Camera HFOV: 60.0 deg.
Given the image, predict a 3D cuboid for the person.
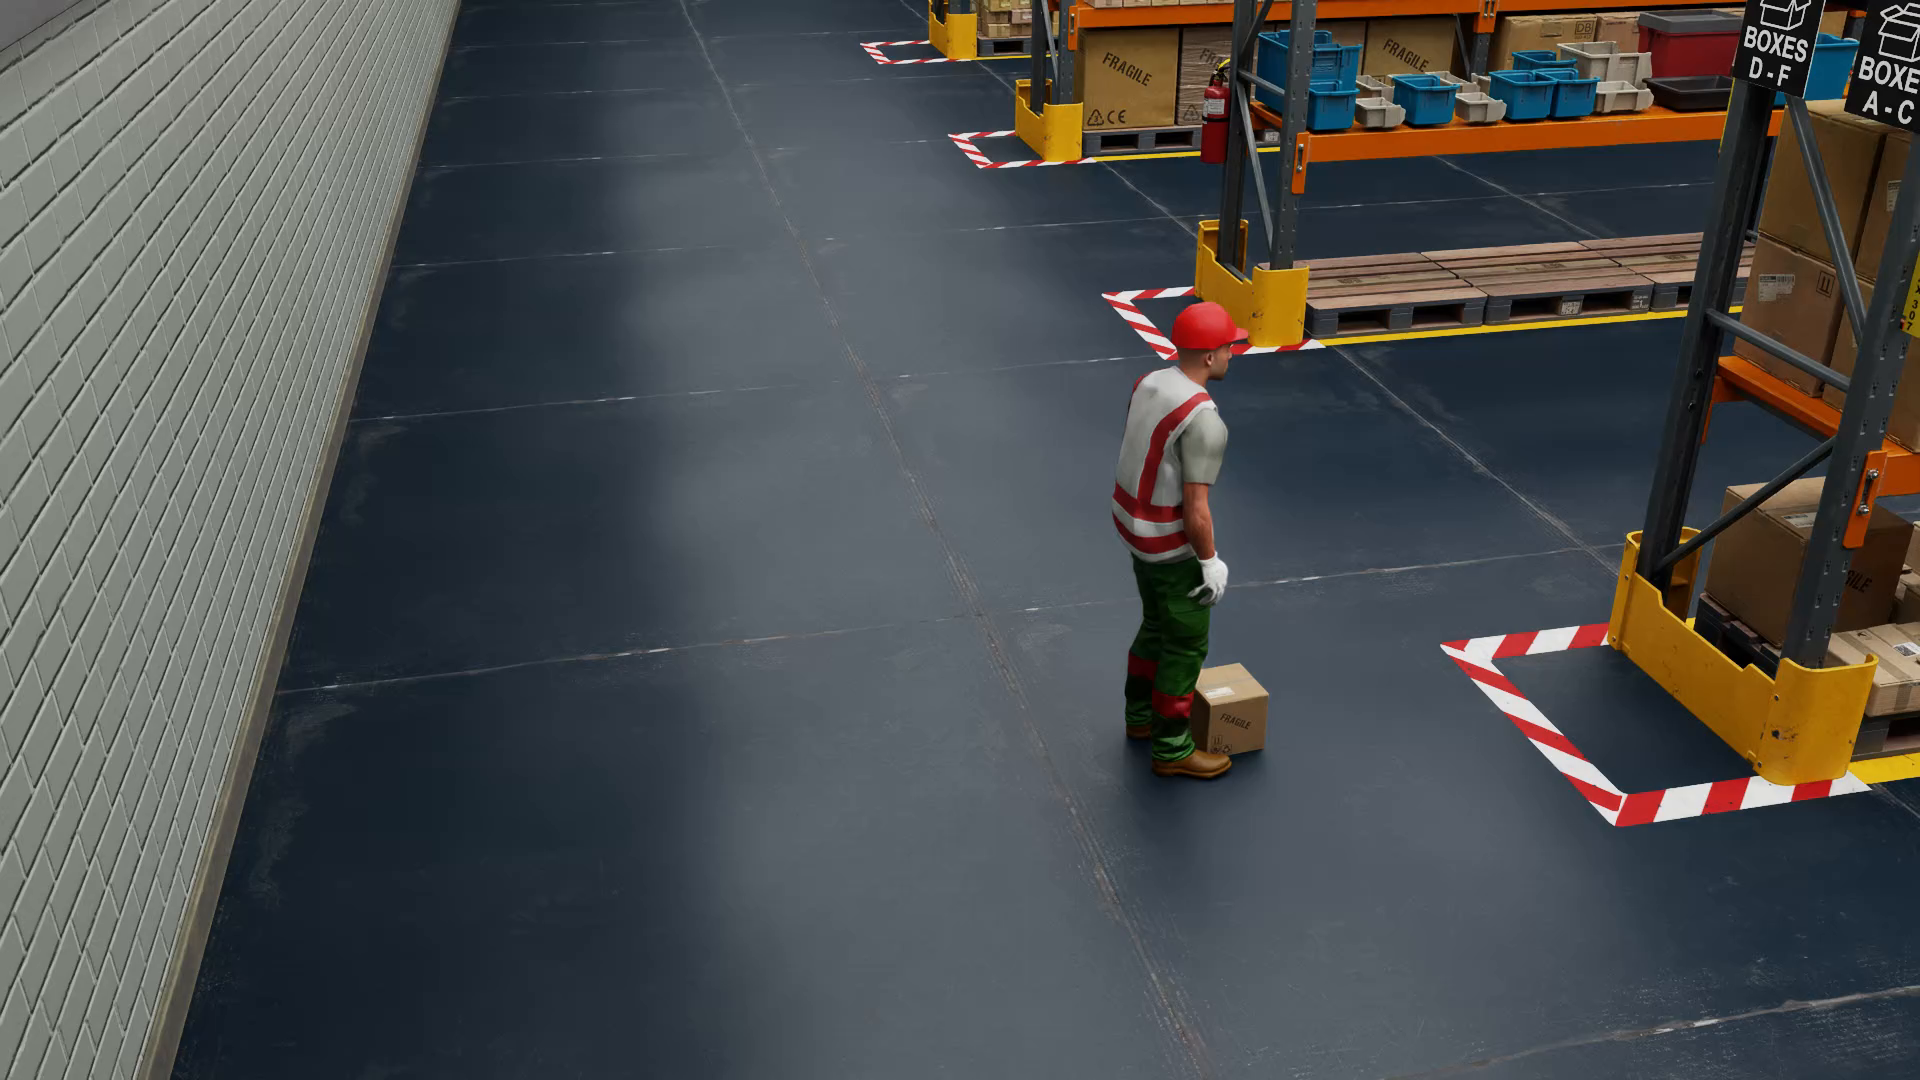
[{"bbox_3d":[0.799,-0.004,6.107,0.452,1.779,0.618,-8,27,-15],"label":"person"}]
